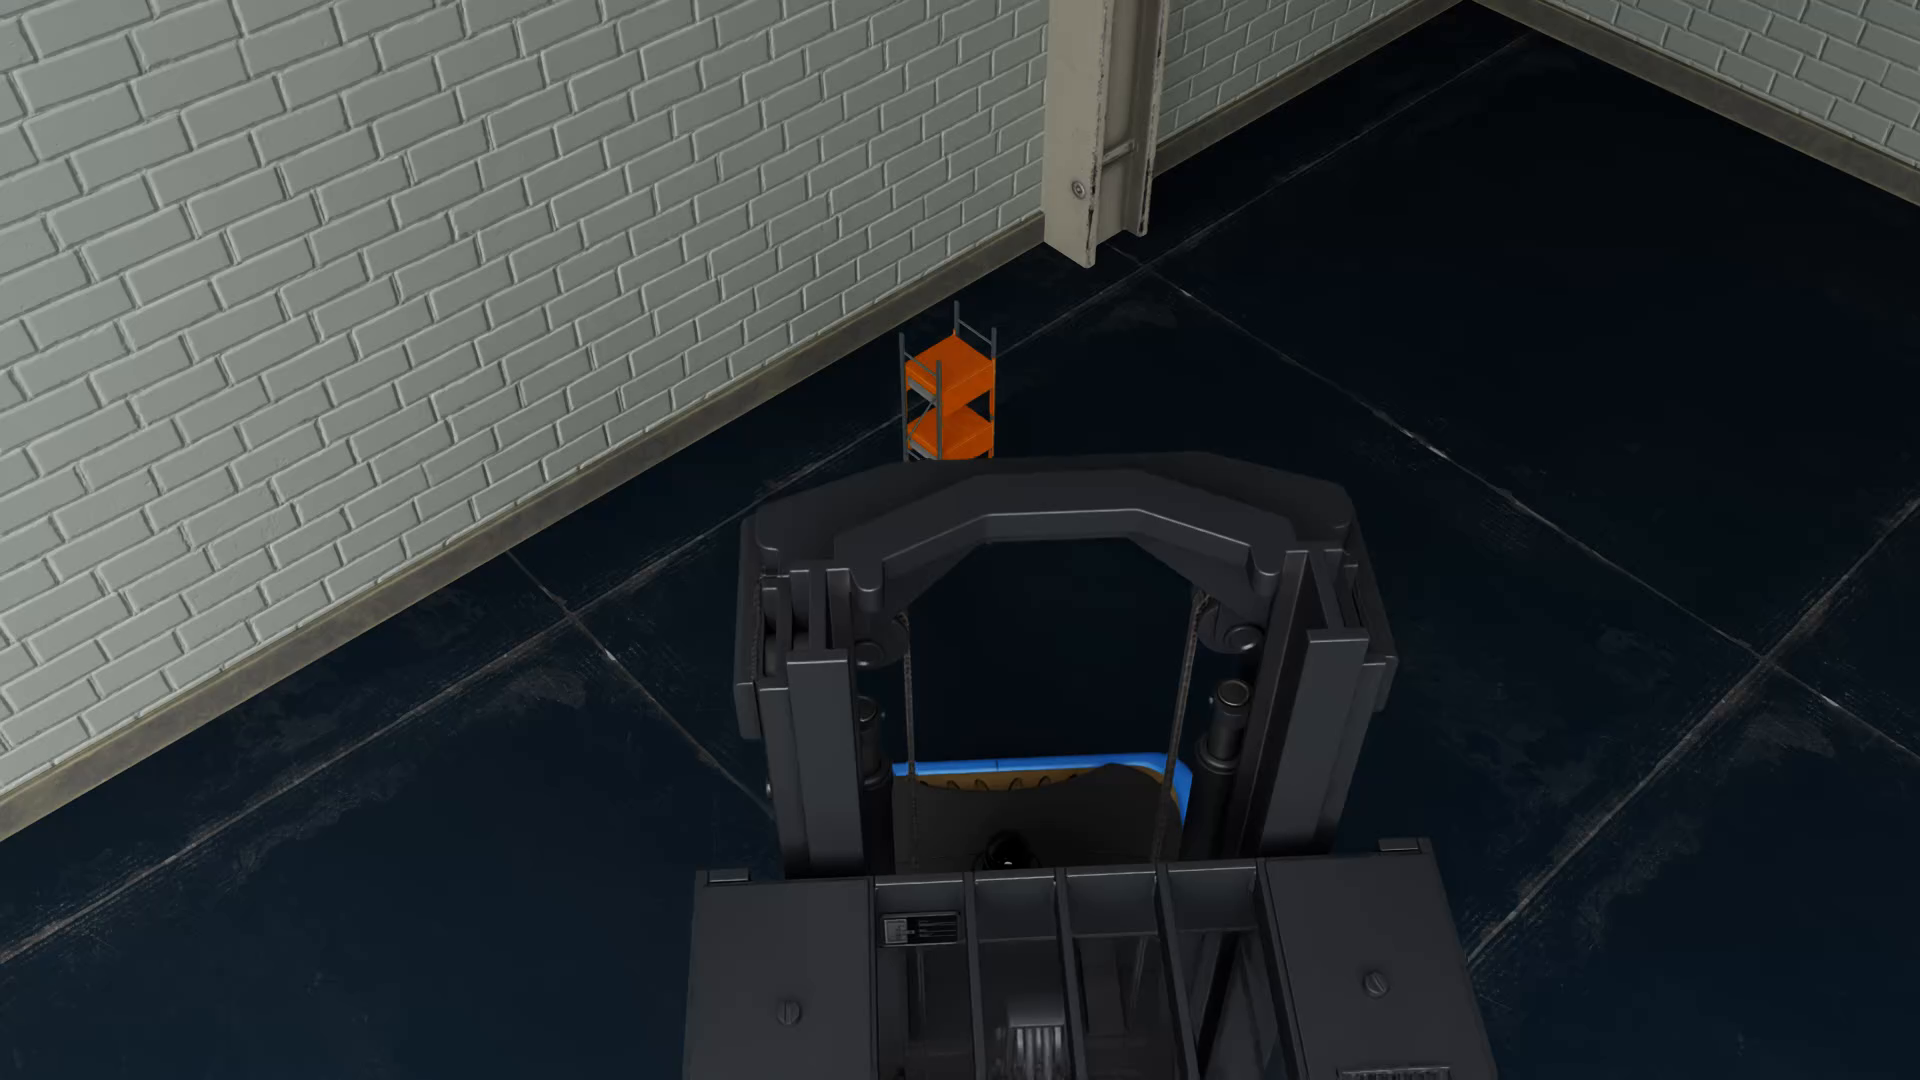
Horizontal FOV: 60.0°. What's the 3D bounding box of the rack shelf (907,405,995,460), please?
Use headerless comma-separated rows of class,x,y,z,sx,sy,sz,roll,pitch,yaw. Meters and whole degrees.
rack shelf,-0.040,-0.322,5.847,0.240,0.259,0.215,-34,56,-27

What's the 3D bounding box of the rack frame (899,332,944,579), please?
rack frame,-0.130,-0.269,5.784,0.008,1.050,0.200,-34,56,-27

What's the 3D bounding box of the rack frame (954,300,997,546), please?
rack frame,0.051,-0.390,5.895,0.008,1.050,0.200,-34,56,-27

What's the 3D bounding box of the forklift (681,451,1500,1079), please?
forklift,0.171,1.380,2.982,1.130,2.935,3.031,-2,47,-2

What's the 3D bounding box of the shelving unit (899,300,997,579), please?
shelving unit,-0.040,-0.330,5.840,0.252,1.050,0.215,-34,56,-27

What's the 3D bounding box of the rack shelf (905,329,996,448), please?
rack shelf,-0.040,-0.515,5.639,0.240,0.259,0.215,-34,56,-27

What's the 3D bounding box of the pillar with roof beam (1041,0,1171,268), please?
pillar with roof beam,3.500,-2.092,2.057,0.400,9.000,9.100,-34,56,-27
